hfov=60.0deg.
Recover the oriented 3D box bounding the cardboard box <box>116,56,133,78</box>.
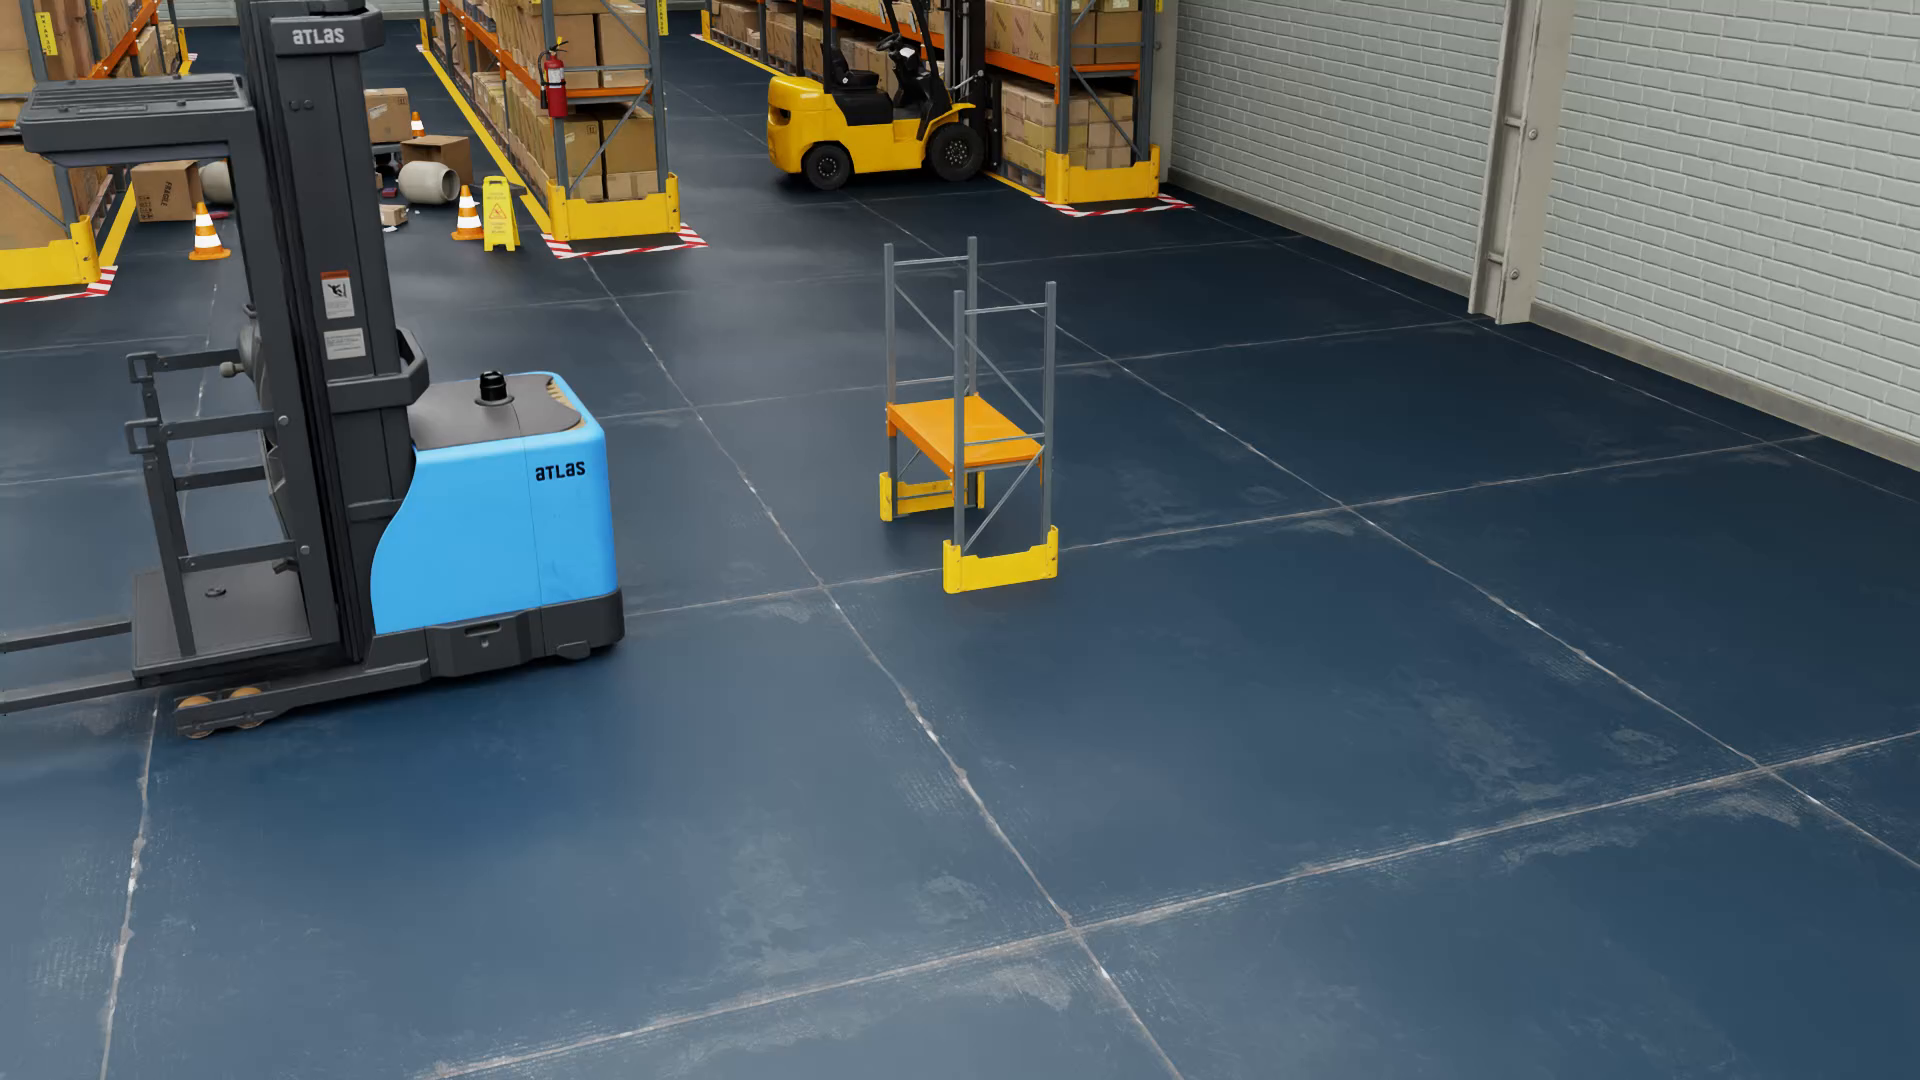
[{"bbox_3d":[-10.480,-5.346,19.927,1.050,0.750,0.750,-9,24,-20],"label":"cardboard box"}]

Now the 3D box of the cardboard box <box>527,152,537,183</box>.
[{"bbox_3d":[-4.093,-3.794,16.888,0.500,0.250,0.500,-9,25,-21],"label":"cardboard box"}]

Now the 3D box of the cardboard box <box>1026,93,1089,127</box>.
[{"bbox_3d":[0.998,-4.426,17.101,0.500,0.250,0.500,-8,24,-17],"label":"cardboard box"}]

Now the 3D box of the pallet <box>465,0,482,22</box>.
[{"bbox_3d":[-5.664,-6.806,21.282,1.213,0.211,1.003,-8,24,-19],"label":"pallet"}]

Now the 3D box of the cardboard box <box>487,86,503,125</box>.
[{"bbox_3d":[-5.295,-5.371,20.474,0.950,0.372,0.625,-8,24,-17],"label":"cardboard box"}]

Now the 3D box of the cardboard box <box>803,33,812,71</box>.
[{"bbox_3d":[-2.078,-7.360,25.027,0.500,0.500,0.500,-7,24,-17],"label":"cardboard box"}]

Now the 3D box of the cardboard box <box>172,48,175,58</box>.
[{"bbox_3d":[-12.610,-7.687,26.257,0.380,0.149,0.250,-9,25,-21],"label":"cardboard box"}]

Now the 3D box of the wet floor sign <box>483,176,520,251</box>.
[{"bbox_3d":[-4.124,-2.931,14.873,0.267,0.644,0.232,0,23,-1],"label":"wet floor sign"}]

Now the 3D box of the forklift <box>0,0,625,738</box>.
[{"bbox_3d":[-3.081,-0.772,6.808,3.031,2.935,1.130,-10,25,-22],"label":"forklift"}]

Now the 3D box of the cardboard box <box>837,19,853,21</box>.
[{"bbox_3d":[-1.773,-7.856,25.370,0.380,0.149,0.250,-8,24,-19],"label":"cardboard box"}]

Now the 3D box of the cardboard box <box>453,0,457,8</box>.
[{"bbox_3d":[-6.633,-7.401,22.641,0.500,0.250,0.500,-8,24,-18],"label":"cardboard box"}]

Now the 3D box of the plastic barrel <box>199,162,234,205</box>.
[{"bbox_3d":[-7.362,-3.580,16.700,0.512,0.421,0.421,8,24,18],"label":"plastic barrel"}]

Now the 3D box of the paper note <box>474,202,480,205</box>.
[{"bbox_3d":[-4.926,-3.402,16.782,0.142,0.019,0.148,-18,29,-37],"label":"paper note"}]

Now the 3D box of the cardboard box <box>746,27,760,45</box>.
[{"bbox_3d":[-3.384,-8.500,28.034,0.396,0.266,0.258,-7,24,-17],"label":"cardboard box"}]

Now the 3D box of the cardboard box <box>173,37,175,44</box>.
[{"bbox_3d":[-12.798,-8.005,26.628,0.380,0.149,0.250,-9,25,-21],"label":"cardboard box"}]

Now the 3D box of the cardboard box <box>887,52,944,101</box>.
[{"bbox_3d":[-0.422,-5.938,21.493,0.875,0.625,0.625,-9,24,-20],"label":"cardboard box"}]

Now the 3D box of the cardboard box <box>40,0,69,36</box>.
[{"bbox_3d":[-8.231,-4.632,14.294,0.875,0.550,0.550,-8,24,-19],"label":"cardboard box"}]

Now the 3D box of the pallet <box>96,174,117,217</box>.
[{"bbox_3d":[-9.003,-3.397,16.539,1.003,0.211,1.213,-8,24,-19],"label":"pallet"}]

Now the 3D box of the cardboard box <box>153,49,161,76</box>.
[{"bbox_3d":[-11.346,-6.497,22.980,0.500,0.500,0.500,-9,24,-20],"label":"cardboard box"}]

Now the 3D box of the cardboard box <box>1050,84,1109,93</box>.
[{"bbox_3d":[1.280,-4.683,17.711,0.500,0.250,0.500,-8,24,-19],"label":"cardboard box"}]

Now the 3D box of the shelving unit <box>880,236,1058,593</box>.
[{"bbox_3d":[0.027,-0.663,8.393,0.587,1.500,1.083,-8,24,-19],"label":"shelving unit"}]

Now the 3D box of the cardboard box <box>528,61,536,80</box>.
[{"bbox_3d":[-3.905,-4.485,15.852,0.380,0.149,0.250,-8,24,-18],"label":"cardboard box"}]

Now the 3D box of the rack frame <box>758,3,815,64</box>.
[{"bbox_3d":[-2.787,-9.274,26.892,1.000,3.000,0.127,-8,24,-19],"label":"rack frame"}]

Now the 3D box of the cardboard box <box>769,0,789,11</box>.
[{"bbox_3d":[-2.852,-8.593,26.736,0.380,0.149,0.250,-9,24,-20],"label":"cardboard box"}]

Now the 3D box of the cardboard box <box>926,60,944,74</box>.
[{"bbox_3d":[-0.083,-5.536,19.735,0.500,0.250,0.500,-9,24,-20],"label":"cardboard box"}]

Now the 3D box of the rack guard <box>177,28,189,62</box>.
[{"bbox_3d":[-13.410,-8.150,27.443,1.175,0.500,0.348,-8,24,-19],"label":"rack guard"}]

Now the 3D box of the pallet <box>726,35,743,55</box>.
[{"bbox_3d":[-3.463,-8.683,29.080,1.003,0.211,1.213,-8,24,-19],"label":"pallet"}]

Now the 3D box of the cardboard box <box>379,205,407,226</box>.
[{"bbox_3d":[-5.542,-3.117,15.954,0.380,0.149,0.250,4,23,9],"label":"cardboard box"}]

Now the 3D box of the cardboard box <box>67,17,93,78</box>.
[{"bbox_3d":[-8.841,-4.709,15.868,0.875,0.550,0.550,-8,24,-19],"label":"cardboard box"}]

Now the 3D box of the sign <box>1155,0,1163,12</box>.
[{"bbox_3d":[1.974,-5.424,16.539,0.100,0.325,0.005,-8,24,-19],"label":"sign"}]

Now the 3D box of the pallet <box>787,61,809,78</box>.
[{"bbox_3d":[-2.029,-7.255,25.691,1.003,0.211,1.213,-8,24,-19],"label":"pallet"}]

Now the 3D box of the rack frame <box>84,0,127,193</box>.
[{"bbox_3d":[-9.198,-4.969,16.678,1.000,3.000,0.127,-8,24,-19],"label":"rack frame"}]

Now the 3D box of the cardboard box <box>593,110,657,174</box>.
[{"bbox_3d":[-3.225,-3.843,16.041,0.500,0.500,0.500,-9,25,-21],"label":"cardboard box"}]

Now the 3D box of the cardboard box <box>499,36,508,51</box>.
[{"bbox_3d":[-4.792,-5.411,18.049,0.380,0.149,0.250,-8,24,-19],"label":"cardboard box"}]

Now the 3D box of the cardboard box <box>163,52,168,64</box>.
[{"bbox_3d":[-11.853,-7.069,24.406,0.380,0.149,0.250,-7,24,-17],"label":"cardboard box"}]

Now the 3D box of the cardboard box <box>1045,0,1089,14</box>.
[{"bbox_3d":[1.068,-5.347,16.609,0.380,0.149,0.250,-8,24,-18],"label":"cardboard box"}]

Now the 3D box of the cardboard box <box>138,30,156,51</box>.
[{"bbox_3d":[-11.355,-6.839,22.826,0.500,0.250,0.500,-7,24,-16],"label":"cardboard box"}]

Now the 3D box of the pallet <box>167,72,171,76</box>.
[{"bbox_3d":[-12.294,-6.830,24.684,1.003,0.211,1.213,-8,24,-19],"label":"pallet"}]

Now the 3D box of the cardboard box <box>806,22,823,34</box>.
[{"bbox_3d":[-2.102,-7.696,24.989,0.380,0.149,0.250,-9,24,-20],"label":"cardboard box"}]

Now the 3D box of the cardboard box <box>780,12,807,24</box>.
[{"bbox_3d":[-2.637,-8.266,26.343,0.380,0.149,0.250,-10,25,-22],"label":"cardboard box"}]

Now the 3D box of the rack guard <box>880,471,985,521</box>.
[{"bbox_3d":[-0.149,-0.268,9.065,0.587,0.250,0.087,-8,24,-19],"label":"rack guard"}]

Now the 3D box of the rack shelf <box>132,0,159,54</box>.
[{"bbox_3d":[-11.318,-6.818,21.990,1.077,0.370,4.000,-8,24,-19],"label":"rack shelf"}]

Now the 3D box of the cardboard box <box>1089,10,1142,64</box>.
[{"bbox_3d":[1.537,-5.178,17.045,0.500,0.500,0.500,-8,24,-17],"label":"cardboard box"}]

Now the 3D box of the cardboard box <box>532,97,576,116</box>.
[{"bbox_3d":[-3.909,-4.182,16.009,0.380,0.149,0.250,-8,24,-17],"label":"cardboard box"}]

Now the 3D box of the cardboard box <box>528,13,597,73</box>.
[{"bbox_3d":[-3.639,-4.574,15.229,0.500,0.500,0.500,-9,24,-20],"label":"cardboard box"}]

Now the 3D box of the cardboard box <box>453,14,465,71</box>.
[{"bbox_3d":[-7.135,-7.592,25.096,0.875,0.875,0.875,-8,24,-17],"label":"cardboard box"}]

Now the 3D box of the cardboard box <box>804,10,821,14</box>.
[{"bbox_3d":[-2.289,-8.426,26.721,0.380,0.149,0.250,-8,24,-19],"label":"cardboard box"}]

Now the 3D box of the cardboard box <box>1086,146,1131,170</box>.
[{"bbox_3d":[1.462,-4.046,17.487,0.500,0.250,0.500,-8,24,-19],"label":"cardboard box"}]

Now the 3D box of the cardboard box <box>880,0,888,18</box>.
[{"bbox_3d":[-0.713,-6.812,21.244,0.500,0.250,0.500,-8,24,-19],"label":"cardboard box"}]

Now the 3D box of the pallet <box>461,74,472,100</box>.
[{"bbox_3d":[-6.651,-6.593,24.121,1.003,0.211,1.213,-8,24,-19],"label":"pallet"}]

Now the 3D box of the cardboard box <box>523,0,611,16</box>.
[{"bbox_3d":[-3.574,-5.031,15.026,0.700,0.500,0.500,-9,24,-20],"label":"cardboard box"}]

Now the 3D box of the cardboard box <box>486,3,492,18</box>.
[{"bbox_3d":[-5.244,-6.099,19.141,0.380,0.149,0.250,-9,24,-20],"label":"cardboard box"}]

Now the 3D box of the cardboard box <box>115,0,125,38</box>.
[{"bbox_3d":[-9.849,-5.979,18.944,0.500,0.500,0.500,-9,24,-20],"label":"cardboard box"}]

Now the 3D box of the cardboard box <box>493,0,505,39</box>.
[{"bbox_3d":[-4.708,-5.670,17.829,0.500,0.500,0.500,-8,24,-19],"label":"cardboard box"}]

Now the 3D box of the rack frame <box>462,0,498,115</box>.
[{"bbox_3d":[-6.016,-7.139,21.825,1.000,3.000,0.127,-8,24,-19],"label":"rack frame"}]

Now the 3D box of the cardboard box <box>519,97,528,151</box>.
[{"bbox_3d":[-4.265,-4.324,17.182,0.500,0.500,0.500,-7,24,-16],"label":"cardboard box"}]

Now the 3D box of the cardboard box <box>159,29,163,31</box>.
[{"bbox_3d":[-12.599,-7.846,25.868,0.380,0.149,0.250,-9,25,-21],"label":"cardboard box"}]

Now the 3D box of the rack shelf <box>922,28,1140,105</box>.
[{"bbox_3d":[0.746,-5.309,18.411,1.077,0.370,4.000,-8,24,-19],"label":"rack shelf"}]
